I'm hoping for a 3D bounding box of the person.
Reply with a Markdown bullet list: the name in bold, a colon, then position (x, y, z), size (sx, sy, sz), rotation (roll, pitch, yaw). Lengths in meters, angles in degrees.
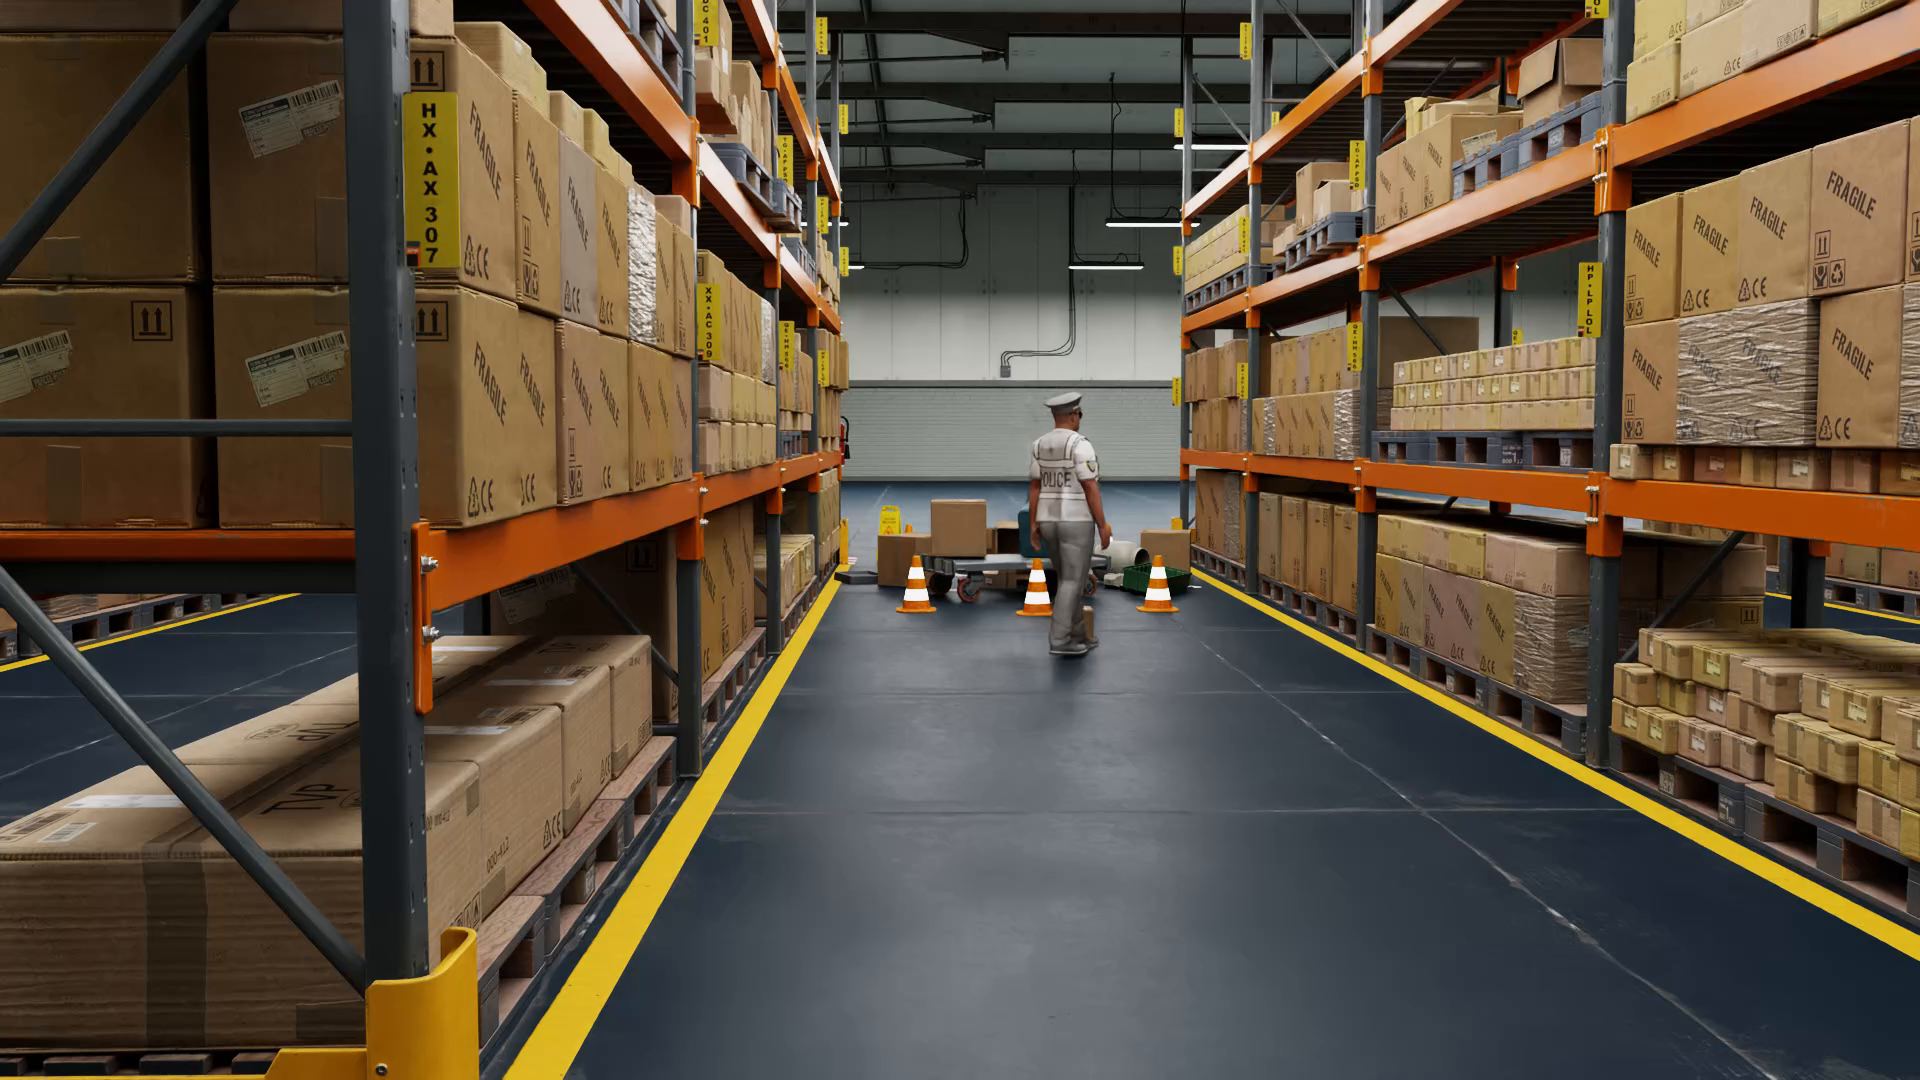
- **person**: position (0.832, -0.114, 11.208), size (0.670, 1.765, 0.548), rotation (-3, 5, -39)
